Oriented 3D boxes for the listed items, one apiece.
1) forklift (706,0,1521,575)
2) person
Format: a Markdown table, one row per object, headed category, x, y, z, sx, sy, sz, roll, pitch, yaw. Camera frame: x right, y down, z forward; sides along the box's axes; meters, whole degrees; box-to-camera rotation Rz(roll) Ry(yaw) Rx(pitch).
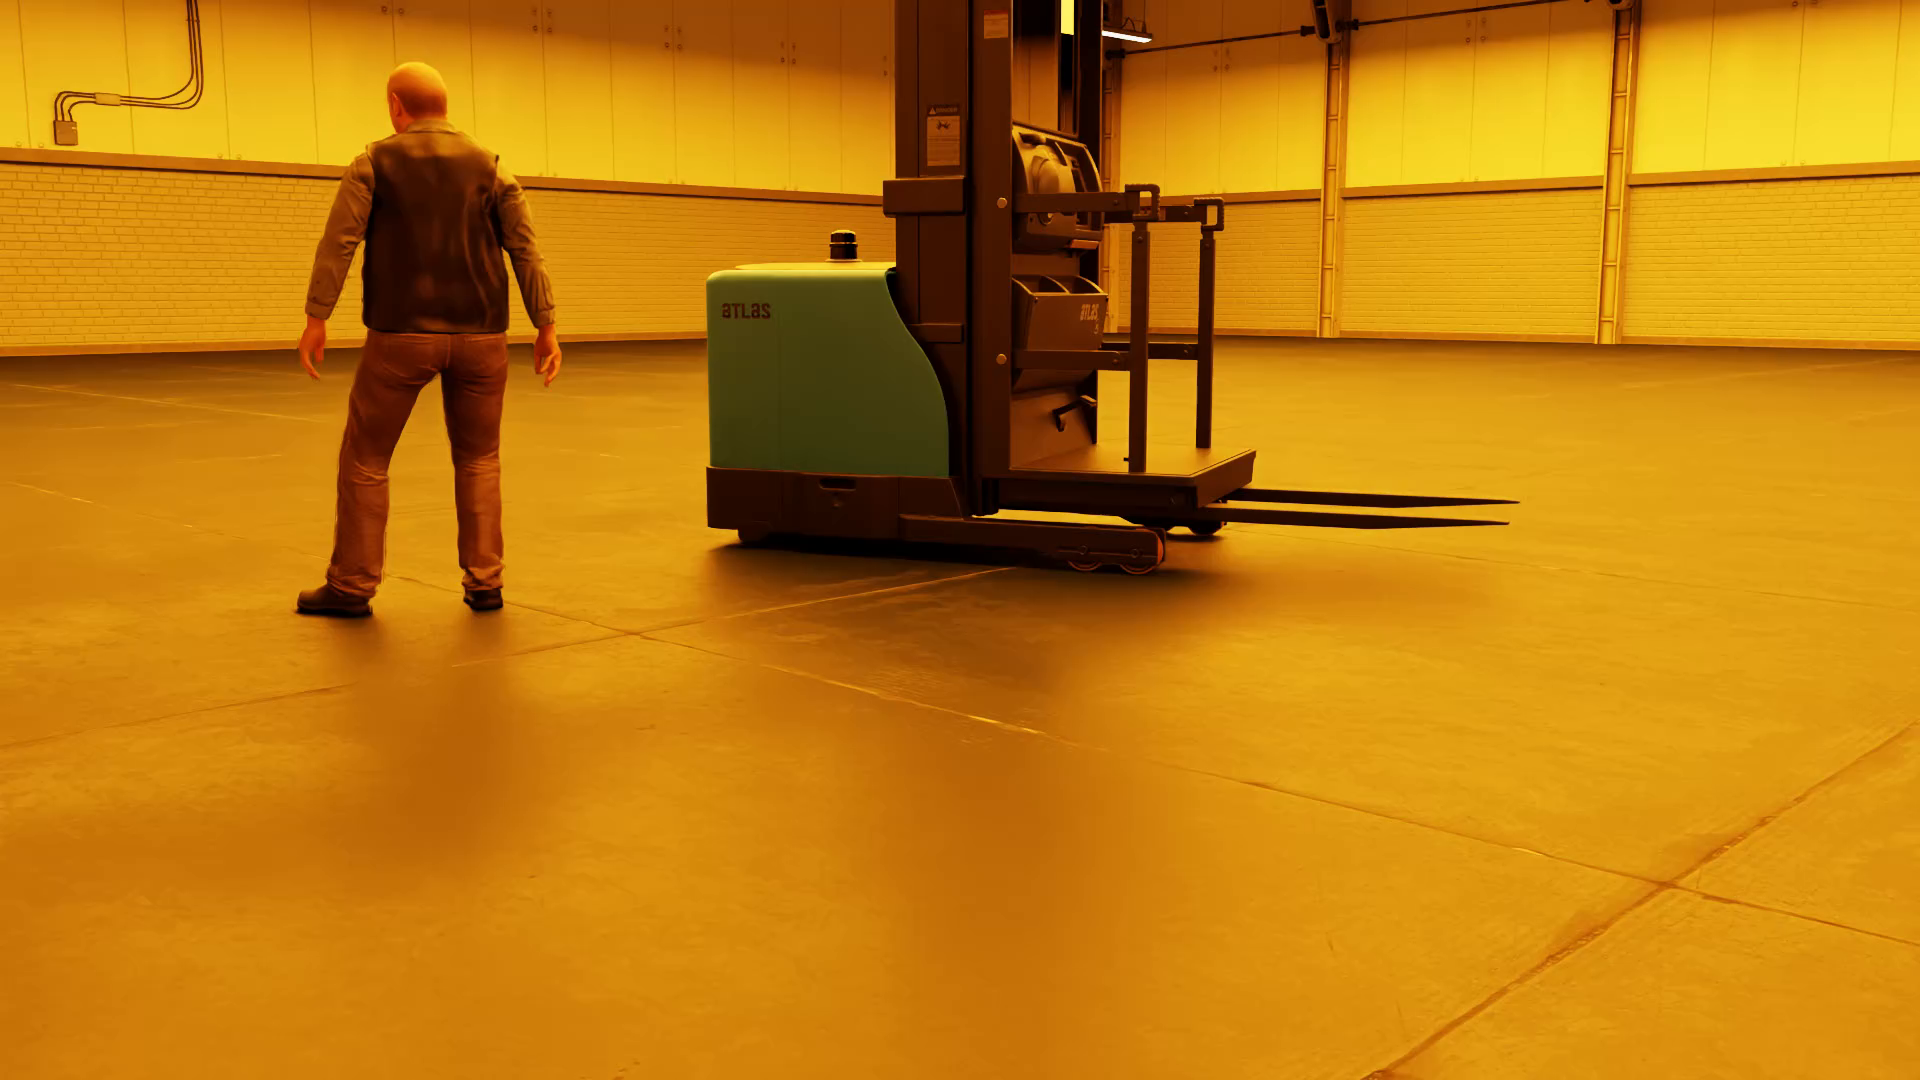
| category | x | y | z | sx | sy | sz | roll | pitch | yaw |
| --- | --- | --- | --- | --- | --- | --- | --- | --- | --- |
| forklift | 0.565 | -1.416 | 6.275 | 3.031 | 2.935 | 1.130 | 3 | 9 | 22 |
| person | -1.670 | -0.627 | 5.196 | 0.813 | 1.695 | 0.387 | -4 | 10 | -27 |
